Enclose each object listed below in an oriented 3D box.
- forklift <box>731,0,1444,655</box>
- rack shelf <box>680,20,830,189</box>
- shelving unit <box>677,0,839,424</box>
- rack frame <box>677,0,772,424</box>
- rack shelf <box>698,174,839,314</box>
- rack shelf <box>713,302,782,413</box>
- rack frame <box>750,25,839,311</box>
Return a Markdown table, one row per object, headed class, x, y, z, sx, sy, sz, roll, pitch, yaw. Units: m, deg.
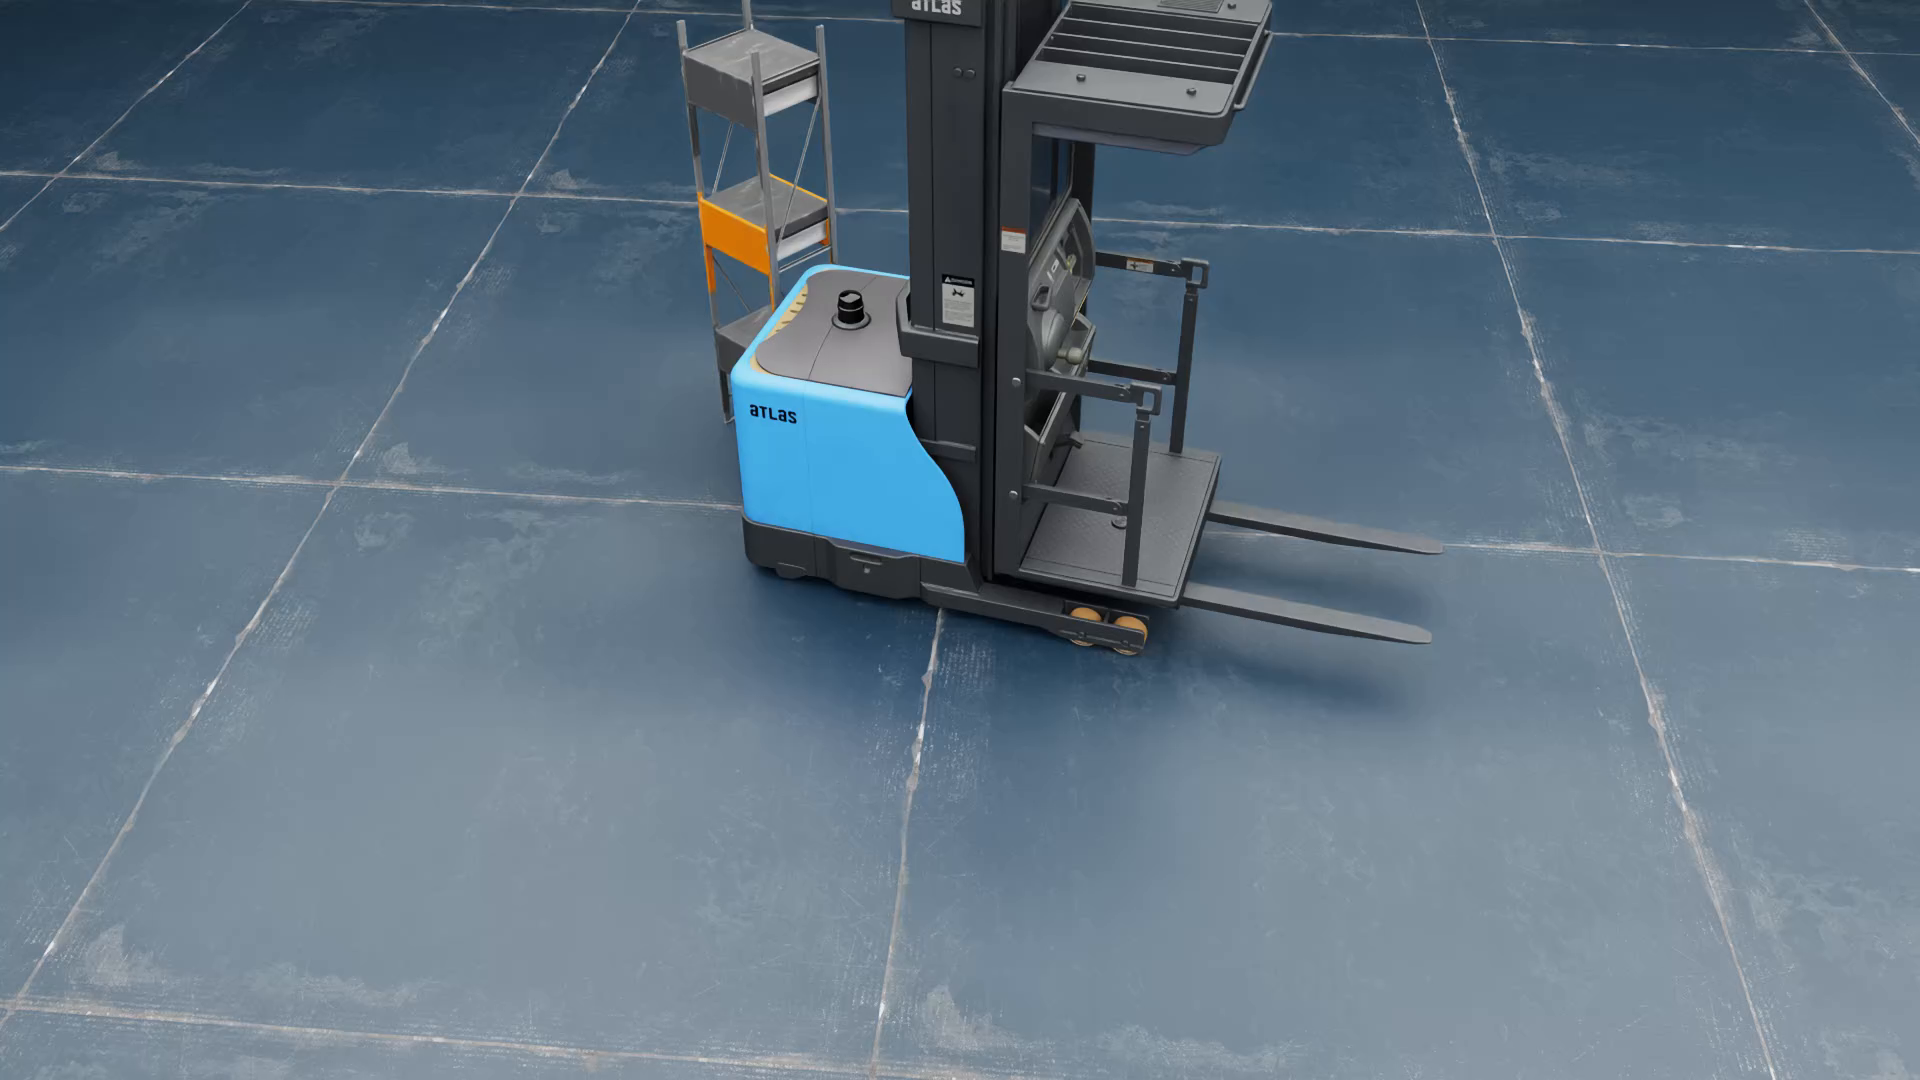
| class | x | y | z | sx | sy | sz | roll | pitch | yaw |
| --- | --- | --- | --- | --- | --- | --- | --- | --- | --- |
| forklift | 0.599 | -1.020 | 6.682 | 3.031 | 2.935 | 1.130 | 11 | 40 | 13 |
| rack shelf | -0.899 | -1.934 | 7.371 | 0.480 | 0.518 | 0.431 | 31 | 48 | 33 |
| shelving unit | -0.893 | -1.398 | 7.799 | 0.503 | 2.100 | 0.431 | 31 | 48 | 33 |
| rack frame | -1.069 | -1.502 | 7.932 | 0.015 | 2.100 | 0.400 | 31 | 48 | 33 |
| rack shelf | -0.893 | -1.387 | 7.807 | 0.480 | 0.518 | 0.431 | 31 | 48 | 33 |
| rack shelf | -0.886 | -0.840 | 8.244 | 0.480 | 0.518 | 0.431 | 31 | 48 | 33 |
| rack frame | -0.717 | -1.294 | 7.666 | 0.015 | 2.100 | 0.400 | 31 | 48 | 33 |
